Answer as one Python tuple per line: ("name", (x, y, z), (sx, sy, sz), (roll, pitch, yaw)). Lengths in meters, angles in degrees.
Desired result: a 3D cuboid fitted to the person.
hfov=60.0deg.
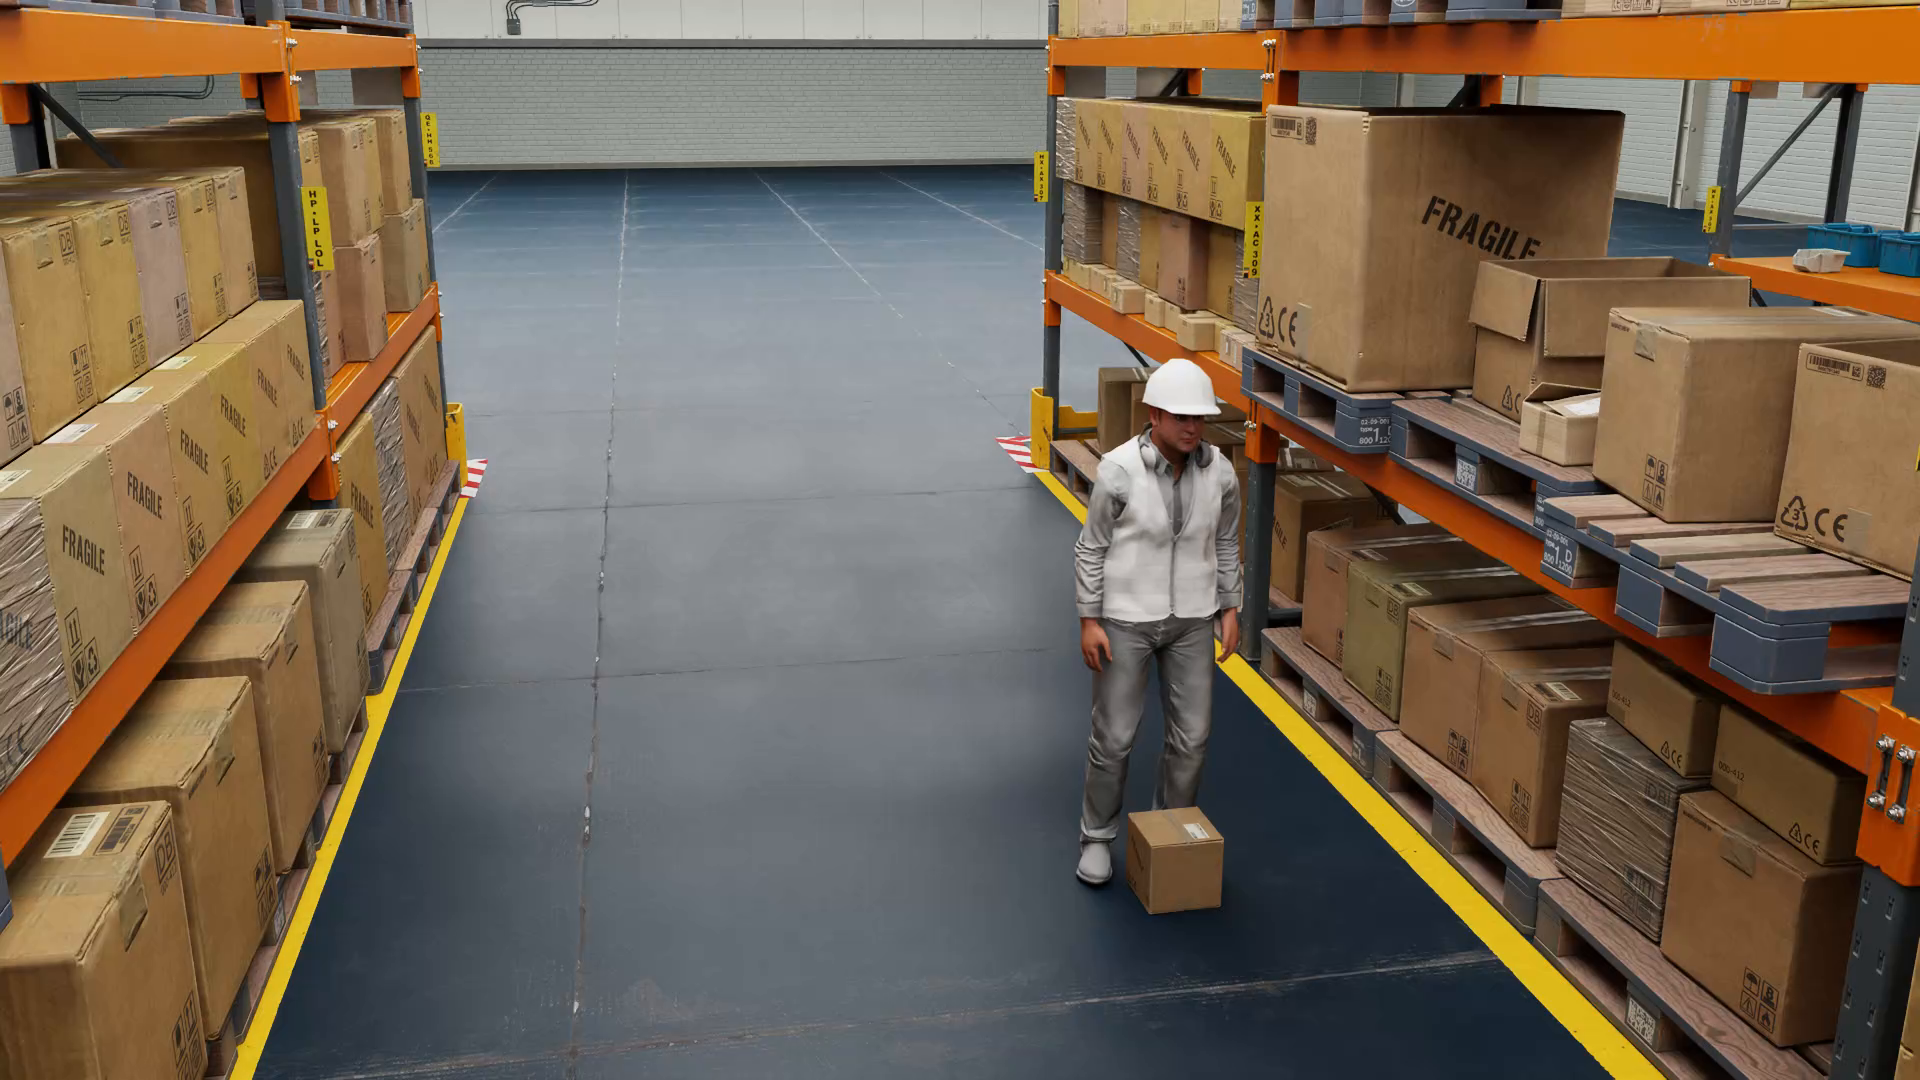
("person", (4.106, -1.855, 5.637), (7.581, 5.808, 11.428), (-4, 17, -14))
